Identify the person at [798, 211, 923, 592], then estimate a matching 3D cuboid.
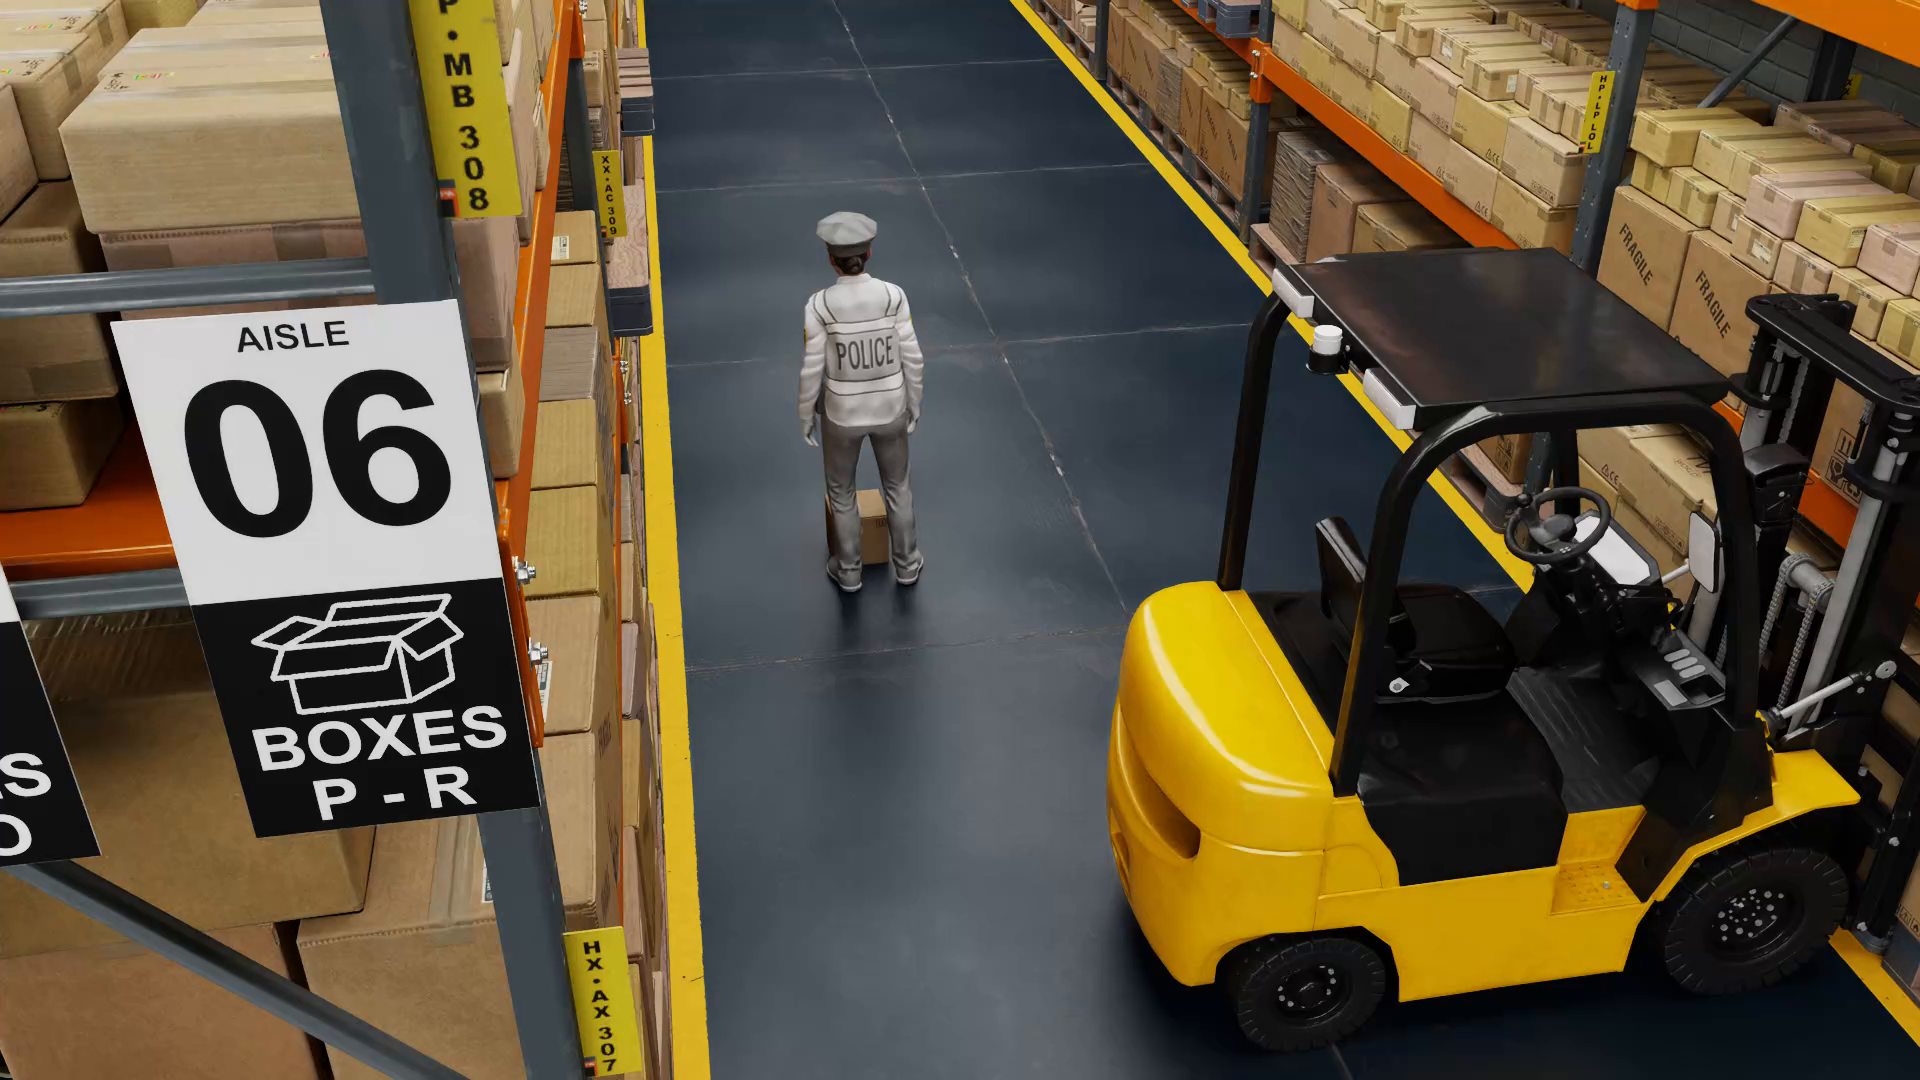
[{"bbox_3d":[-0.414,-0.540,7.032,0.547,1.663,0.376,-8,32,-13],"label":"person"}]
